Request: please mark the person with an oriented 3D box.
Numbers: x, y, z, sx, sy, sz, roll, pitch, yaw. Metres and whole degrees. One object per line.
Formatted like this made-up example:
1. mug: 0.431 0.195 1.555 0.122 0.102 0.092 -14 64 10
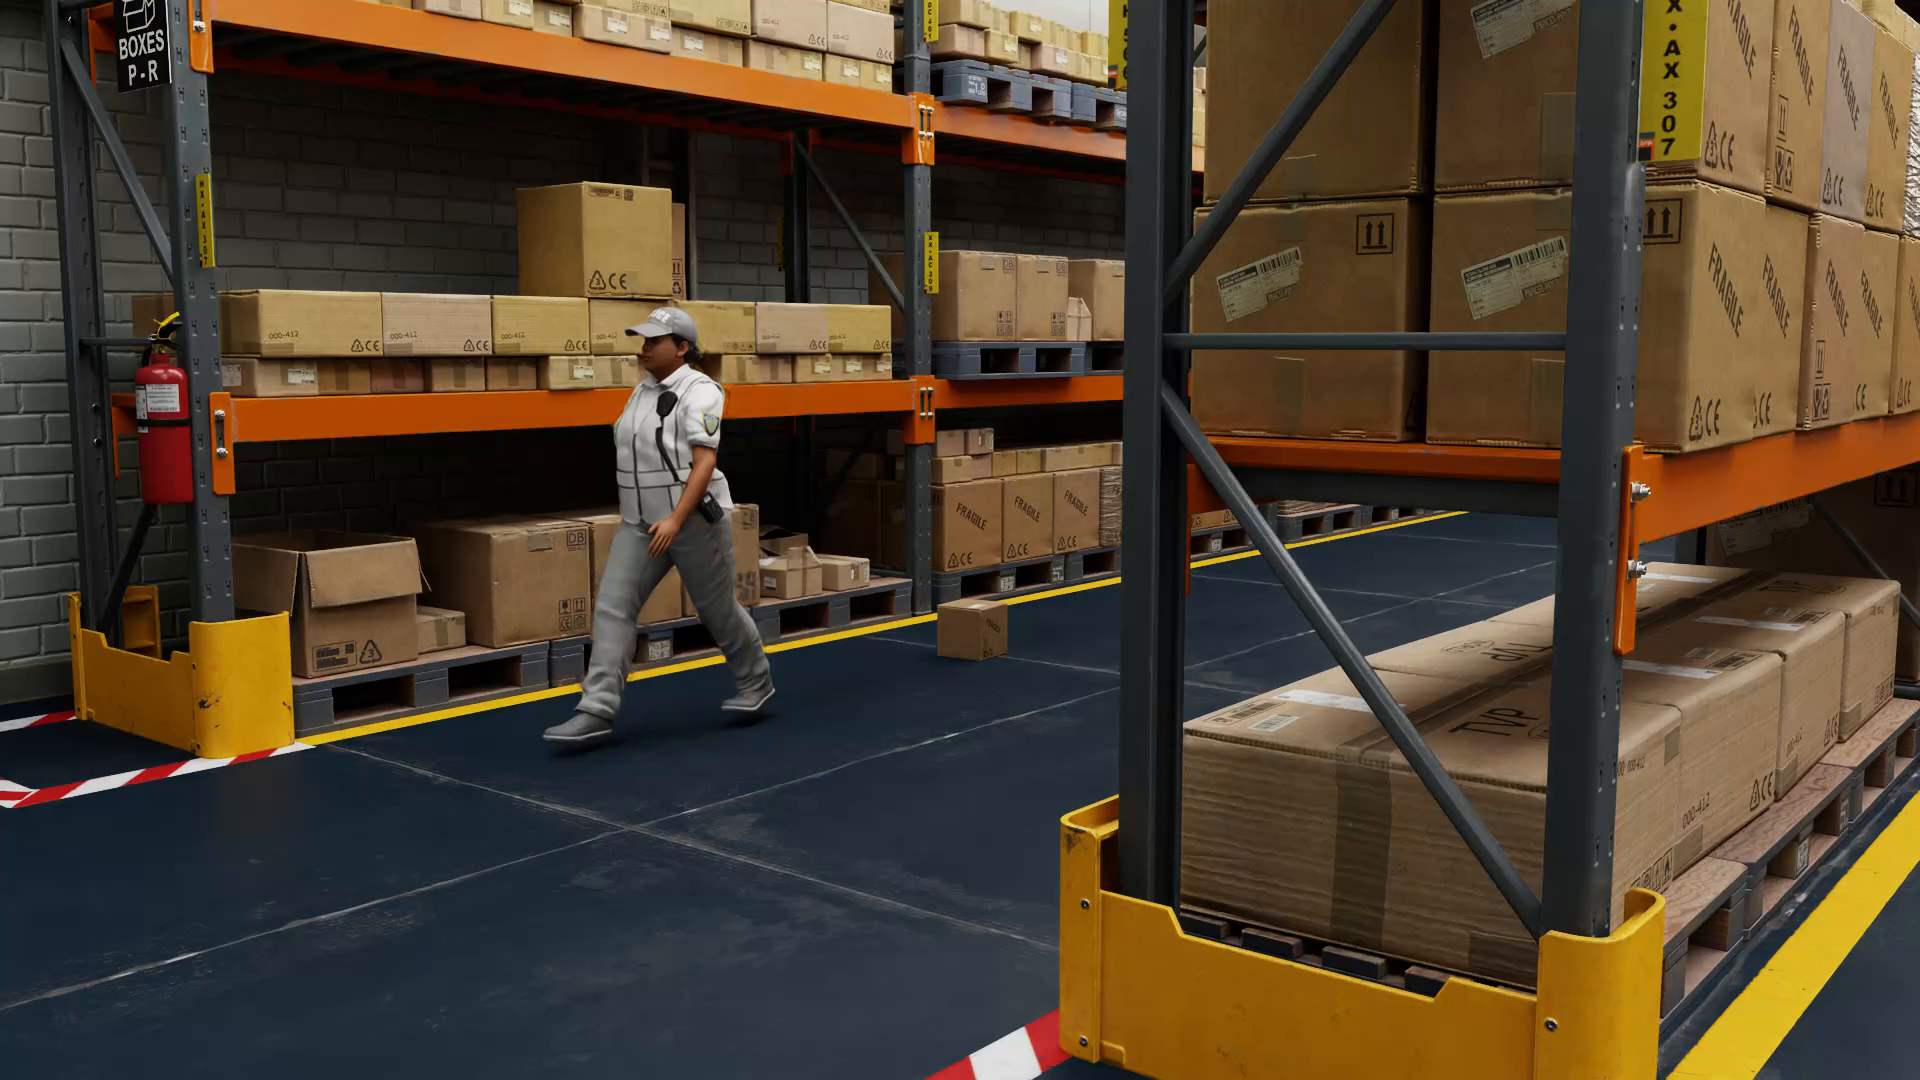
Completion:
1. person: -1.111 -0.075 6.280 0.490 1.600 1.027 5 8 35
